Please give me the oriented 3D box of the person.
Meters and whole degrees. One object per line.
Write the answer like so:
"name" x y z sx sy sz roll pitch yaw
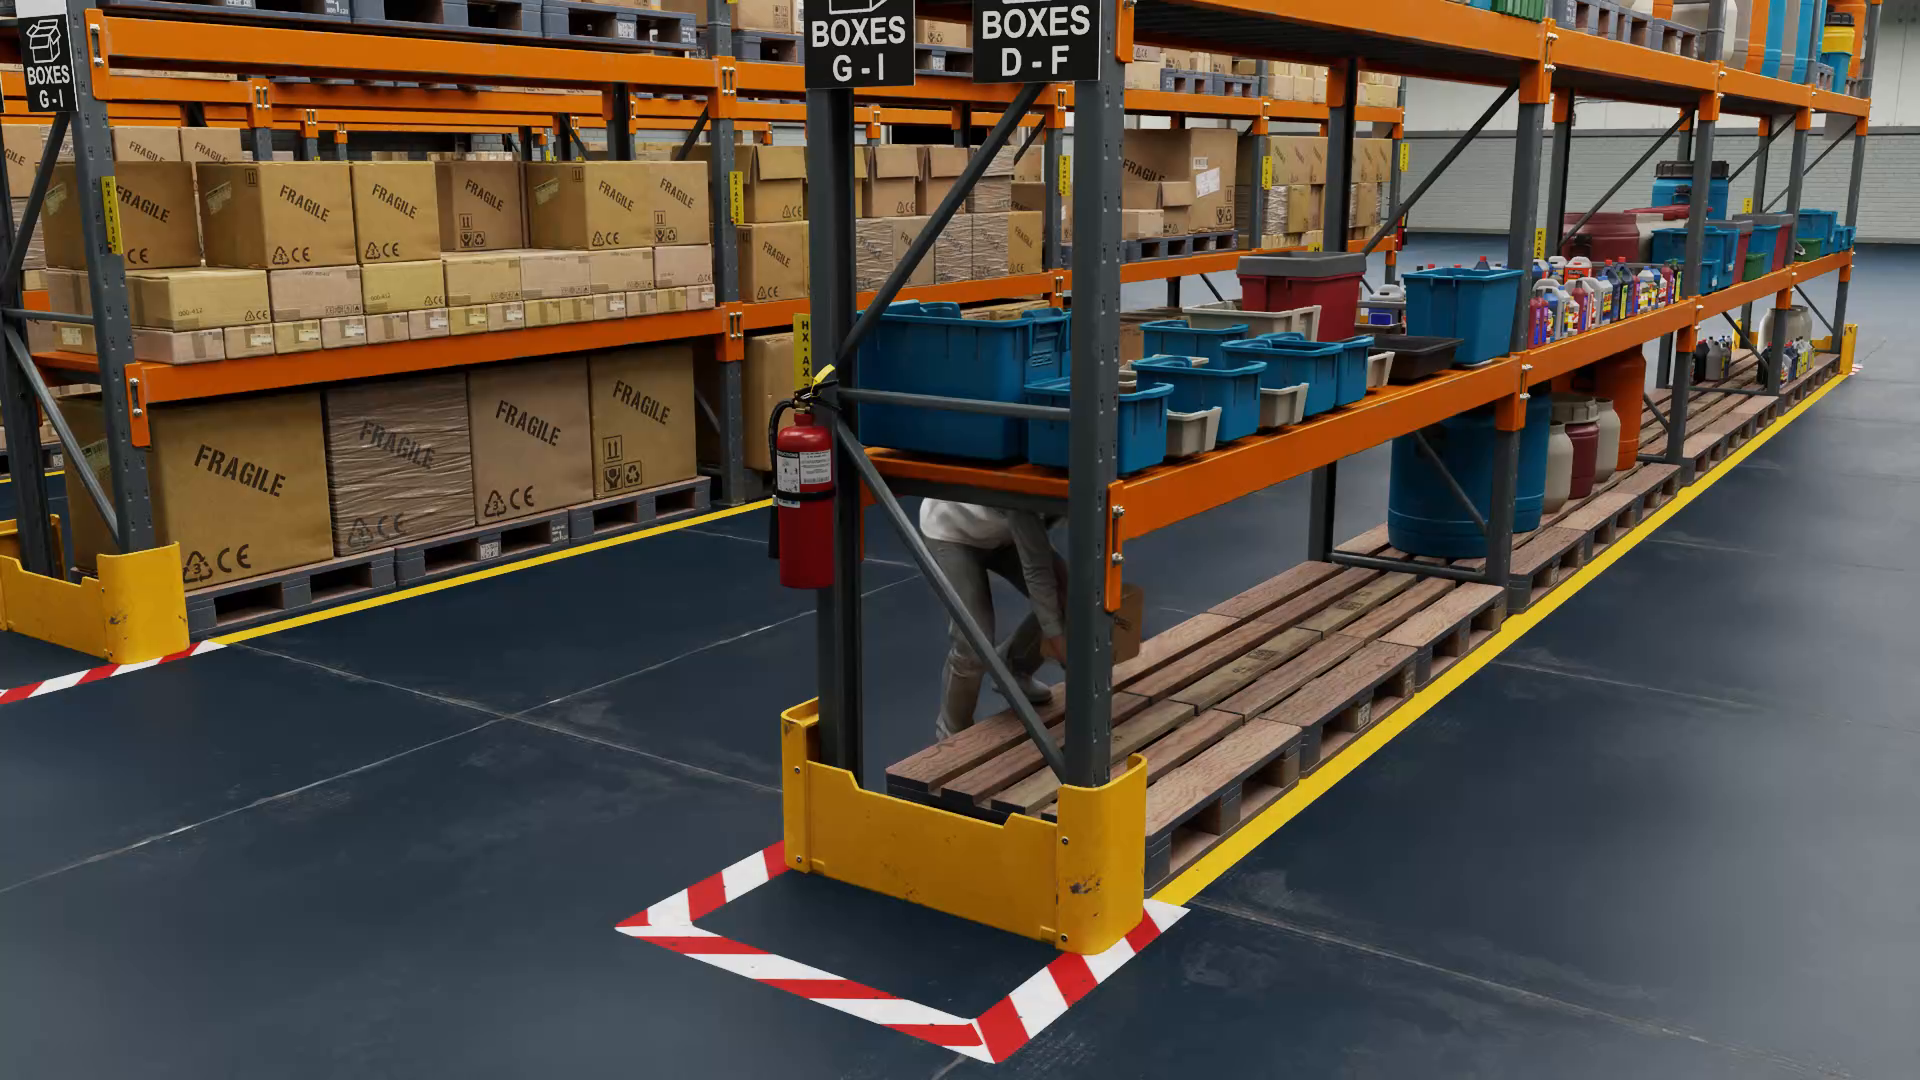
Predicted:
"person" 0.270 0.189 6.046 0.496 1.352 0.936 -11 17 -39
